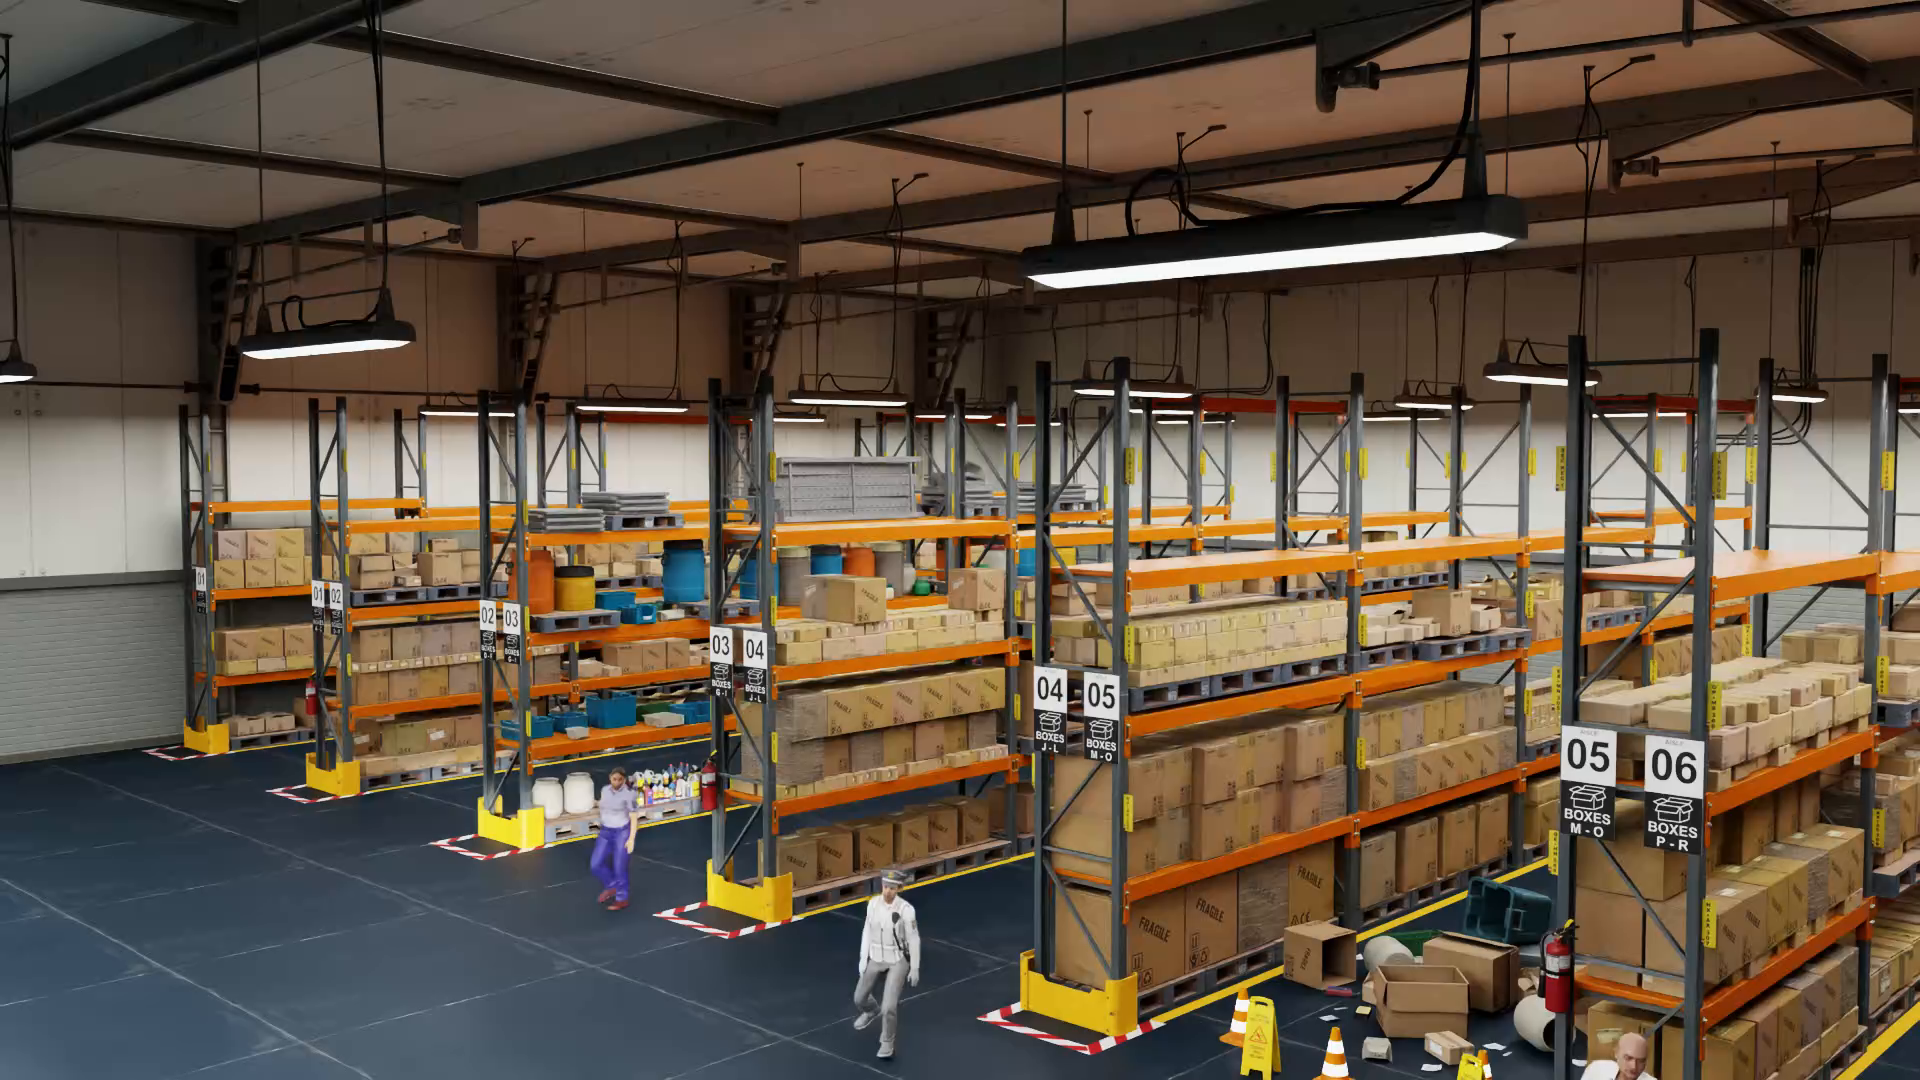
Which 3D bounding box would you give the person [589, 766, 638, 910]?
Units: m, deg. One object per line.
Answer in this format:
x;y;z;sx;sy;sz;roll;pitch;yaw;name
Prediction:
-3.891;3.342;18.772;0.620;1.635;0.433;1;3;25;person

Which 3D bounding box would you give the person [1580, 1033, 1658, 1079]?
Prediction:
4.010;3.765;10.085;0.789;1.719;0.826;2;4;37;person

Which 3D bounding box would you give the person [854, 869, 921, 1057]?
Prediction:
-0.651;3.585;14.353;0.758;1.612;0.553;1;3;25;person
